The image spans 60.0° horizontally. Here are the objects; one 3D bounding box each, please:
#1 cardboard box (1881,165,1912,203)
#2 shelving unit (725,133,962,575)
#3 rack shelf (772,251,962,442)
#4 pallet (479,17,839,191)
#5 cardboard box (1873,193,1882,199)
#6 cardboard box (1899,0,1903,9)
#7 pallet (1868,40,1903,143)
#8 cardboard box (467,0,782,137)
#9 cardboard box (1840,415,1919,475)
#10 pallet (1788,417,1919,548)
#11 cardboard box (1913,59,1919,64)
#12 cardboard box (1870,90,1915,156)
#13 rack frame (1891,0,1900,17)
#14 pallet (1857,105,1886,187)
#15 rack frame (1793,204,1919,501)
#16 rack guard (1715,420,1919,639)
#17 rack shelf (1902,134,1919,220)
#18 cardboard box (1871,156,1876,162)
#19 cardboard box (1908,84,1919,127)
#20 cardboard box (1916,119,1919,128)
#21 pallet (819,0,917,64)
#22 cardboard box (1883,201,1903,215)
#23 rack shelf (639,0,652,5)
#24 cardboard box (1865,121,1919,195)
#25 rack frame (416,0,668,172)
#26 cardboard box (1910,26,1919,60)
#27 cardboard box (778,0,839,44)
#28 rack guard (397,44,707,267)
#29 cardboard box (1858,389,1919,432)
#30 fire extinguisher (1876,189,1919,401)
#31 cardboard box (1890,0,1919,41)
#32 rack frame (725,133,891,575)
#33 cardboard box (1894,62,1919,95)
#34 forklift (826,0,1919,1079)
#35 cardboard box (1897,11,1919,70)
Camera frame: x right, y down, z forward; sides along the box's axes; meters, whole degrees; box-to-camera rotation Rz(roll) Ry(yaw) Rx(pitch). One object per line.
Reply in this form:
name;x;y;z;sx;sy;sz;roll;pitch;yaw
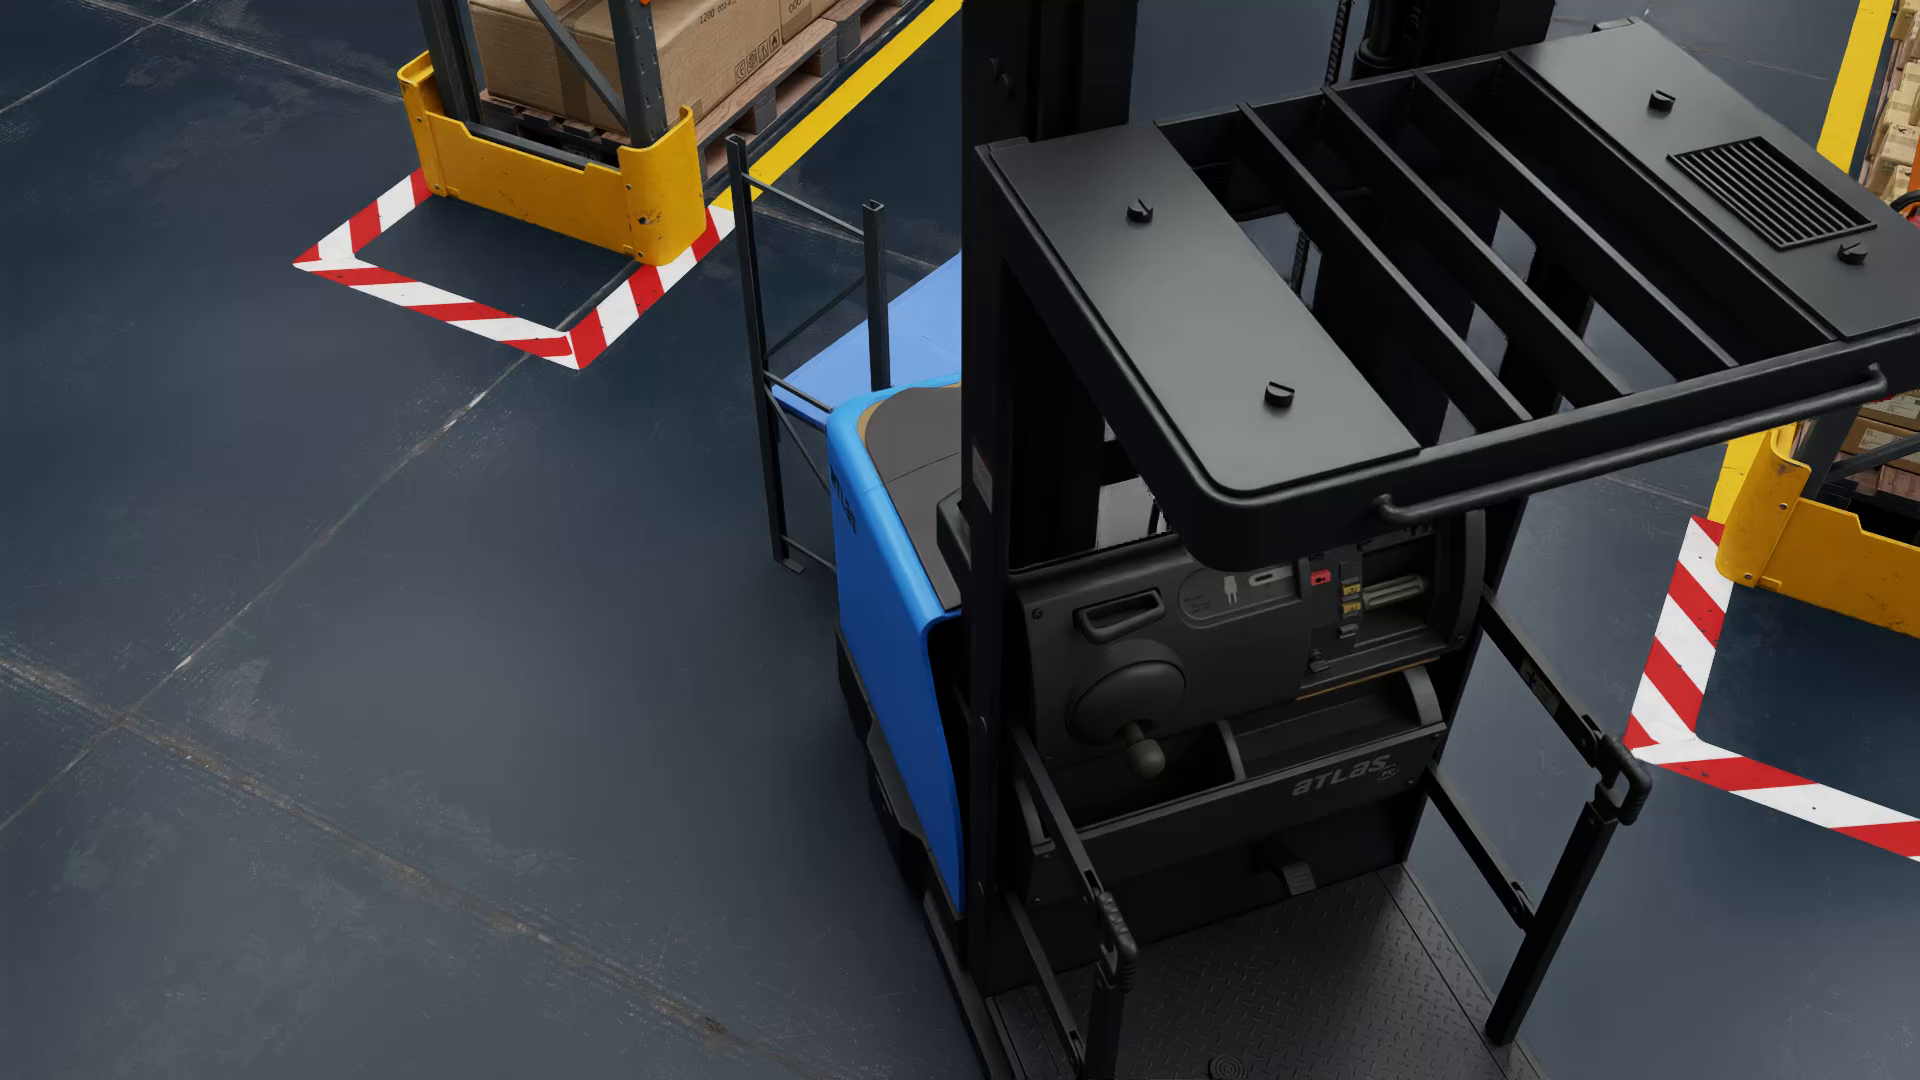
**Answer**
cardboard box;3.260;-1.073;5.492;0.380;0.149;0.250;19;48;18
shelving unit;-0.059;-0.645;4.833;0.538;1.500;1.048;30;53;26
rack shelf;-0.059;-0.518;4.961;0.538;0.185;1.000;30;53;26
pallet;-1.242;-1.935;7.014;1.003;0.211;1.213;20;49;19
cardboard box;3.348;-1.150;5.778;0.380;0.149;0.250;21;49;20
cardboard box;4.291;-2.357;7.179;0.380;0.149;0.250;18;48;17
pallet;4.464;-1.920;6.999;1.003;0.211;1.213;20;49;19
cardboard box;-1.326;-2.081;6.704;0.875;0.438;0.875;19;48;18
cardboard box;2.947;-0.361;5.207;0.380;0.149;0.250;21;49;20
pallet;3.331;-0.382;5.480;1.003;0.211;1.213;20;49;19
cardboard box;4.024;-1.839;6.668;0.380;0.149;0.250;19;48;18
cardboard box;3.587;-1.488;6.112;0.380;0.149;0.250;21;49;19
rack frame;4.744;-3.335;6.437;1.000;3.000;0.127;20;49;19
pallet;3.899;-1.148;6.236;1.003;0.211;1.213;20;49;19
rack frame;2.887;-0.815;3.946;1.000;3.000;0.127;20;49;19
rack guard;2.923;0.016;4.883;1.175;0.500;0.348;20;49;19
rack shelf;3.816;-1.822;5.447;1.077;0.370;4.000;20;49;19
cardboard box;3.724;-1.526;6.358;0.380;0.149;0.250;19;48;18
cardboard box;3.653;-1.565;5.978;0.380;0.149;0.250;21;49;19
cardboard box;3.556;-1.390;5.806;0.380;0.149;0.250;19;48;18
pallet;-0.675;-2.700;7.770;1.003;0.211;1.213;20;49;19
cardboard box;3.084;-0.931;5.352;0.380;0.149;0.250;19;48;18
rack shelf;-0.615;-3.392;7.000;1.077;0.370;4.000;20;49;19
cardboard box;3.336;-1.261;5.678;0.380;0.149;0.250;22;49;20
rack frame;-1.544;-2.385;5.499;1.000;3.000;0.127;20;49;19
cardboard box;3.855;-1.906;6.315;0.380;0.149;0.250;21;49;20
cardboard box;-0.909;-2.660;7.277;0.875;0.438;0.875;22;49;20
rack guard;-1.555;-1.492;6.373;1.175;0.500;0.348;20;49;19
cardboard box;2.880;-0.491;5.127;0.380;0.149;0.250;19;48;18
fire extinguisher;2.362;-0.650;4.100;0.296;0.674;0.183;20;49;19
cardboard box;4.167;-2.189;7.014;0.380;0.149;0.250;22;49;20
rack frame;-0.381;-0.365;4.556;0.500;1.500;0.032;30;53;26
cardboard box;3.724;-1.635;6.257;0.380;0.149;0.250;20;49;19
forklift;0.632;0.255;2.938;1.130;2.935;3.031;-14;47;-14
cardboard box;4.098;-2.015;6.842;0.380;0.149;0.250;20;49;19
